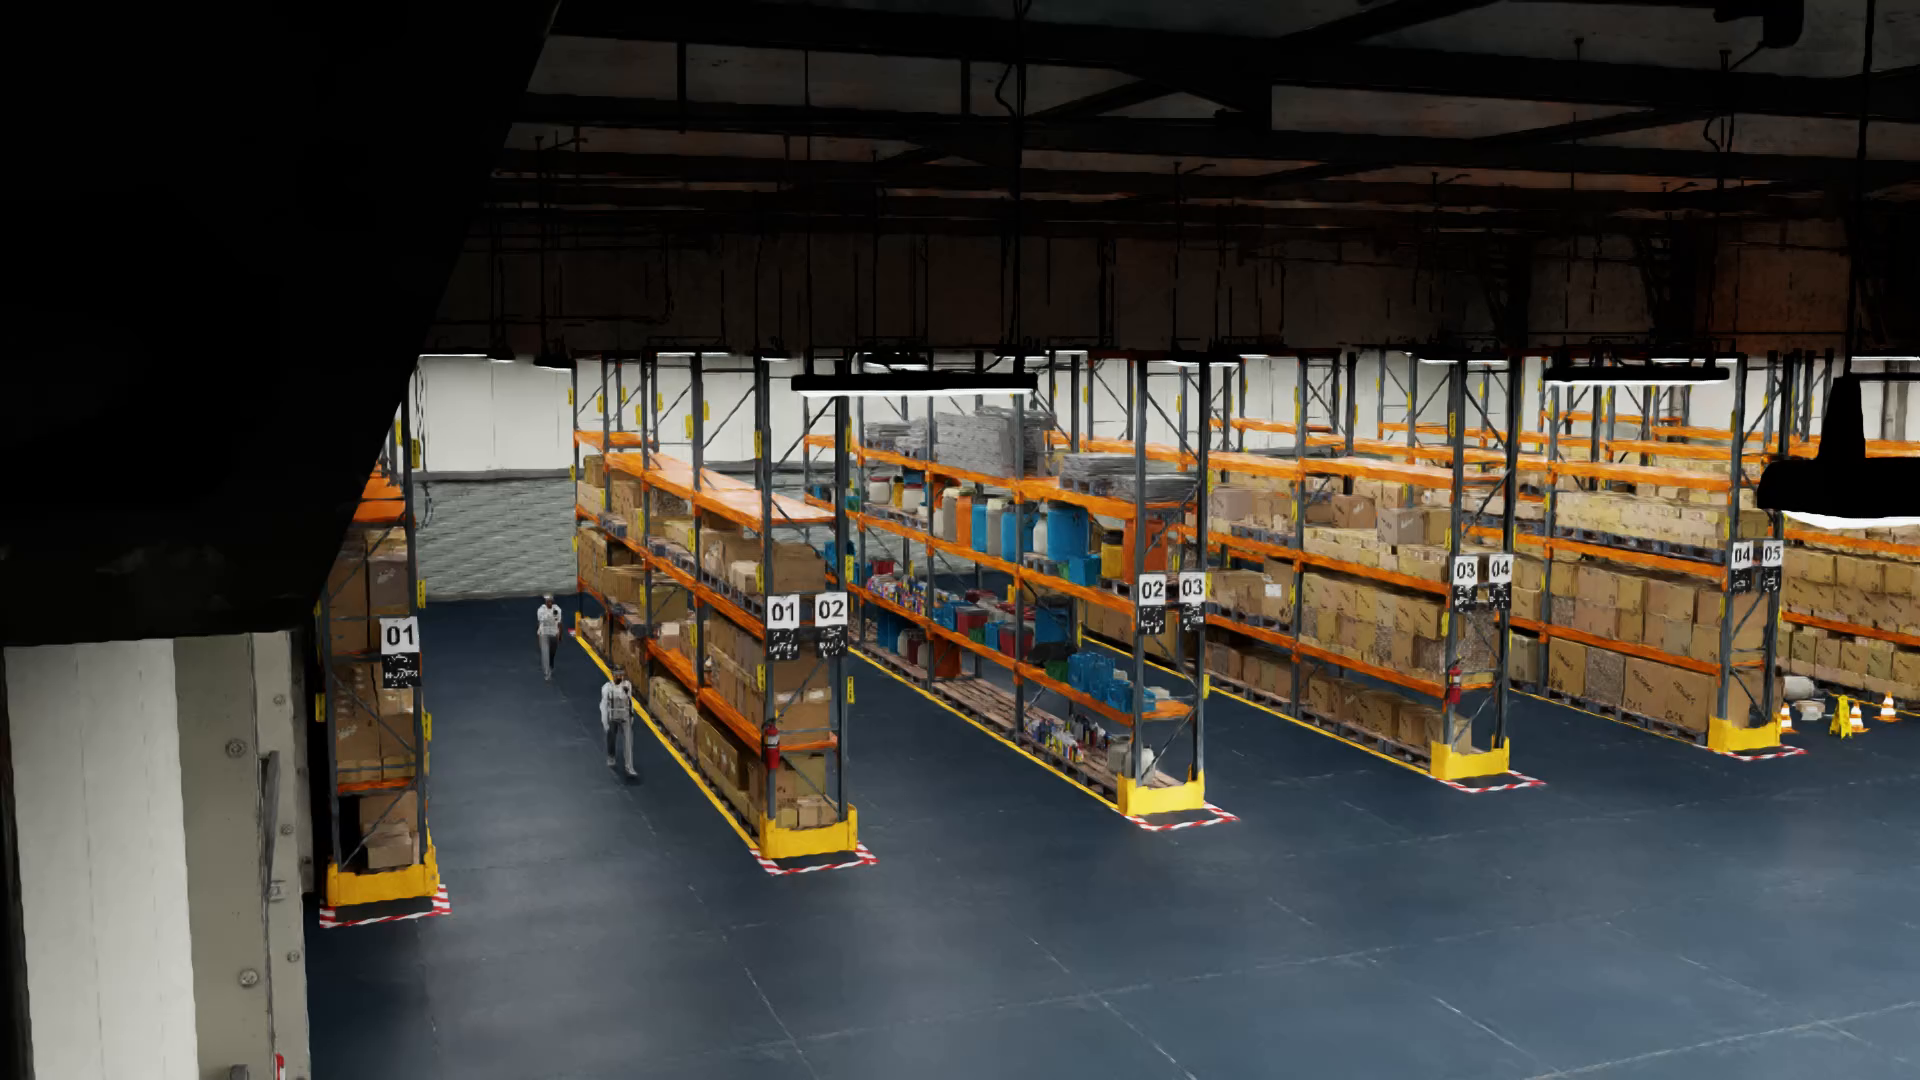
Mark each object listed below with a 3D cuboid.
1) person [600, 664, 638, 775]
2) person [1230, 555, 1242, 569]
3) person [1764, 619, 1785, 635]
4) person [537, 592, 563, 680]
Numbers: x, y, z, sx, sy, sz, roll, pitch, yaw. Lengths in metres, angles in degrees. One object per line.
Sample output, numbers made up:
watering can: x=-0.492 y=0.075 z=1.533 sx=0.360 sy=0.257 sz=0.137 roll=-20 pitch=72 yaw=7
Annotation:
person: x=-4.935 y=2.551 z=23.970 sx=0.495 sy=1.589 sz=1.086 roll=-2 pitch=7 yaw=-18
person: x=7.225 y=-0.030 z=44.163 sx=0.567 sy=1.784 sz=0.618 roll=5 pitch=9 yaw=35
person: x=16.613 y=1.213 z=33.942 sx=0.577 sy=1.785 sz=0.655 roll=1 pitch=7 yaw=8
person: x=-7.543 y=1.724 z=30.616 sx=0.445 sy=1.590 sz=1.091 roll=-3 pitch=8 yaw=-23
